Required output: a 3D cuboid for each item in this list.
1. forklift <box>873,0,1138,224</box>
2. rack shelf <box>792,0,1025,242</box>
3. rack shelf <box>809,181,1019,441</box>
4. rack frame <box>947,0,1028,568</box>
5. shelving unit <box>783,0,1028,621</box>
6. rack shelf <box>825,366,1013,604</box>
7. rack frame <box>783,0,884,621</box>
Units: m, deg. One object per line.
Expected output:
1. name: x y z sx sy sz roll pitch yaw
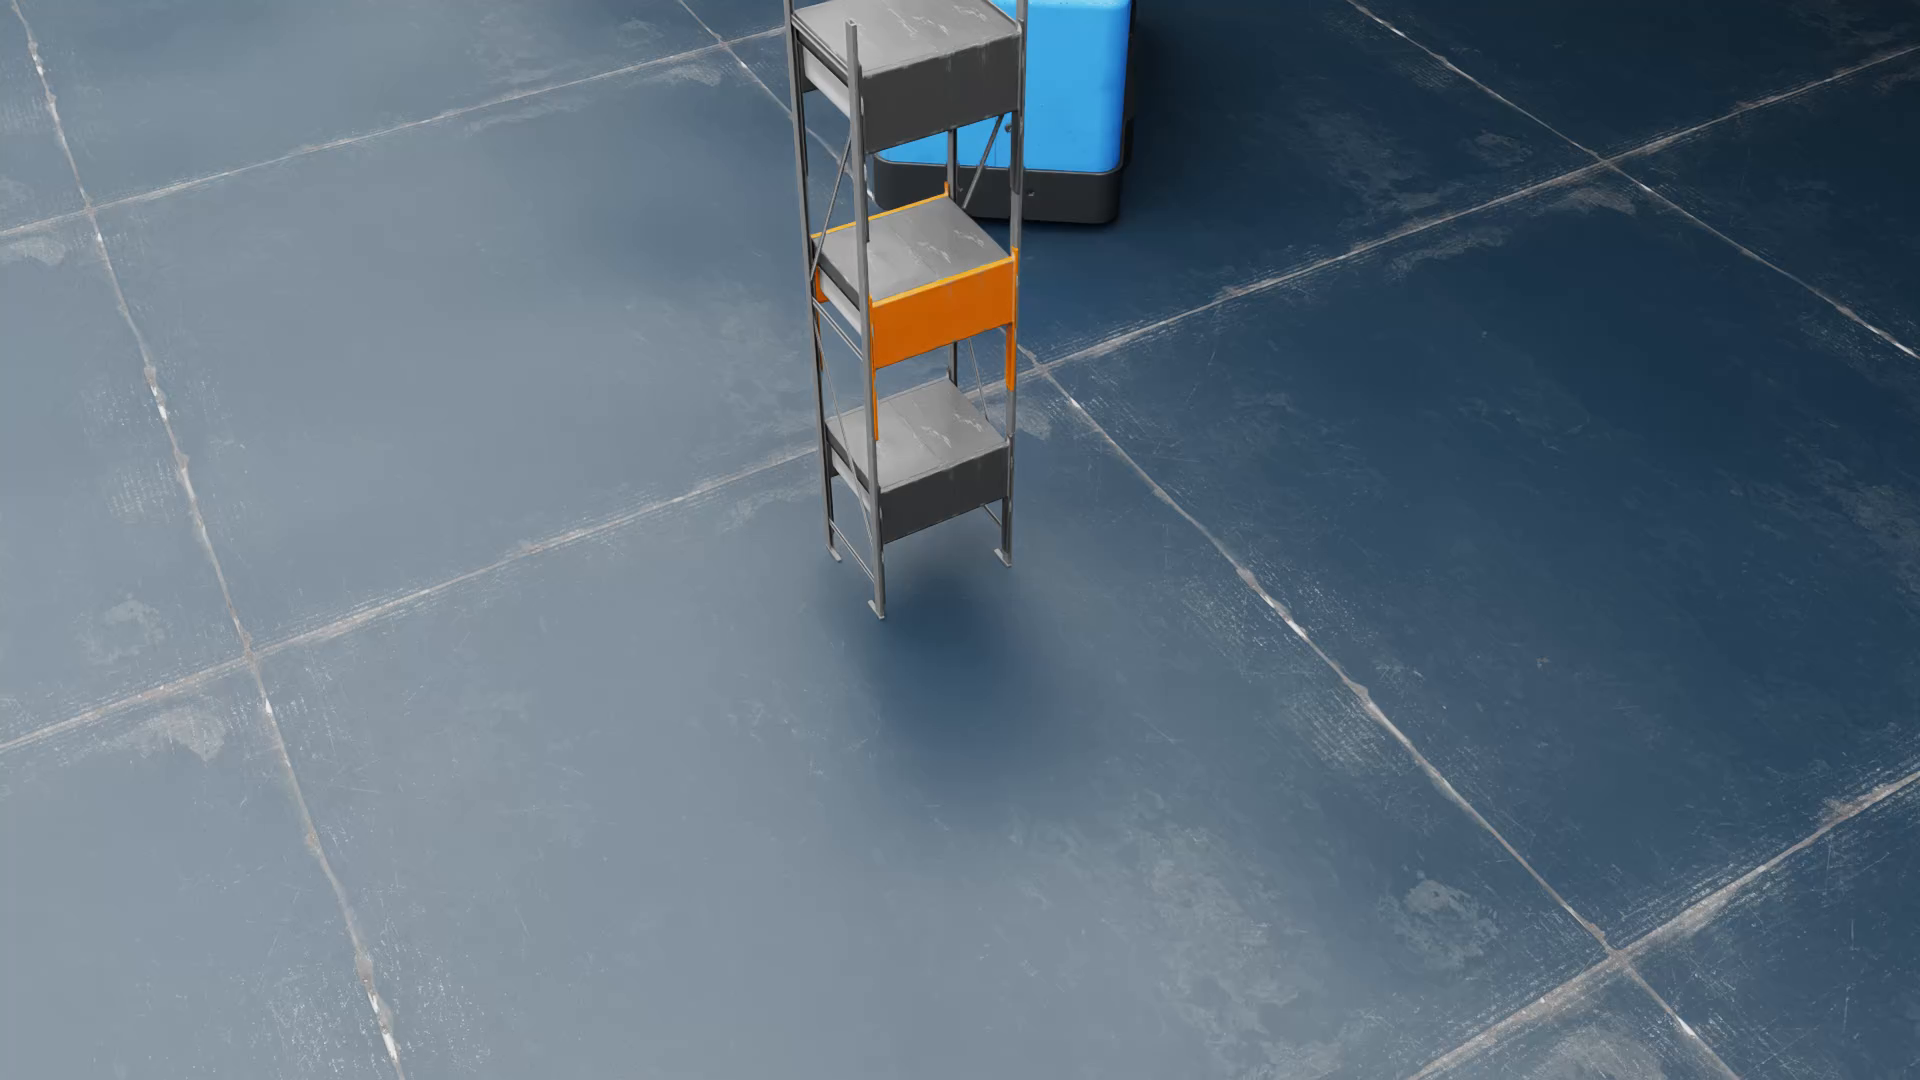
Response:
1. forklift: 0.300 -3.414 7.164 1.130 2.935 3.031 4 44 4
2. rack shelf: -0.144 -1.189 4.482 0.480 0.518 0.431 -22 48 -21
3. rack shelf: -0.144 -0.686 4.969 0.480 0.518 0.431 -22 48 -21
4. rack frame: 0.068 -0.781 5.047 0.015 2.100 0.400 -22 48 -21
5. shelving unit: -0.144 -0.696 4.960 0.503 2.100 0.431 -22 48 -21
6. rack shelf: -0.144 -0.184 5.457 0.480 0.518 0.431 -22 48 -21
7. rack frame: -0.355 -0.611 4.872 0.015 2.100 0.400 -22 48 -21
